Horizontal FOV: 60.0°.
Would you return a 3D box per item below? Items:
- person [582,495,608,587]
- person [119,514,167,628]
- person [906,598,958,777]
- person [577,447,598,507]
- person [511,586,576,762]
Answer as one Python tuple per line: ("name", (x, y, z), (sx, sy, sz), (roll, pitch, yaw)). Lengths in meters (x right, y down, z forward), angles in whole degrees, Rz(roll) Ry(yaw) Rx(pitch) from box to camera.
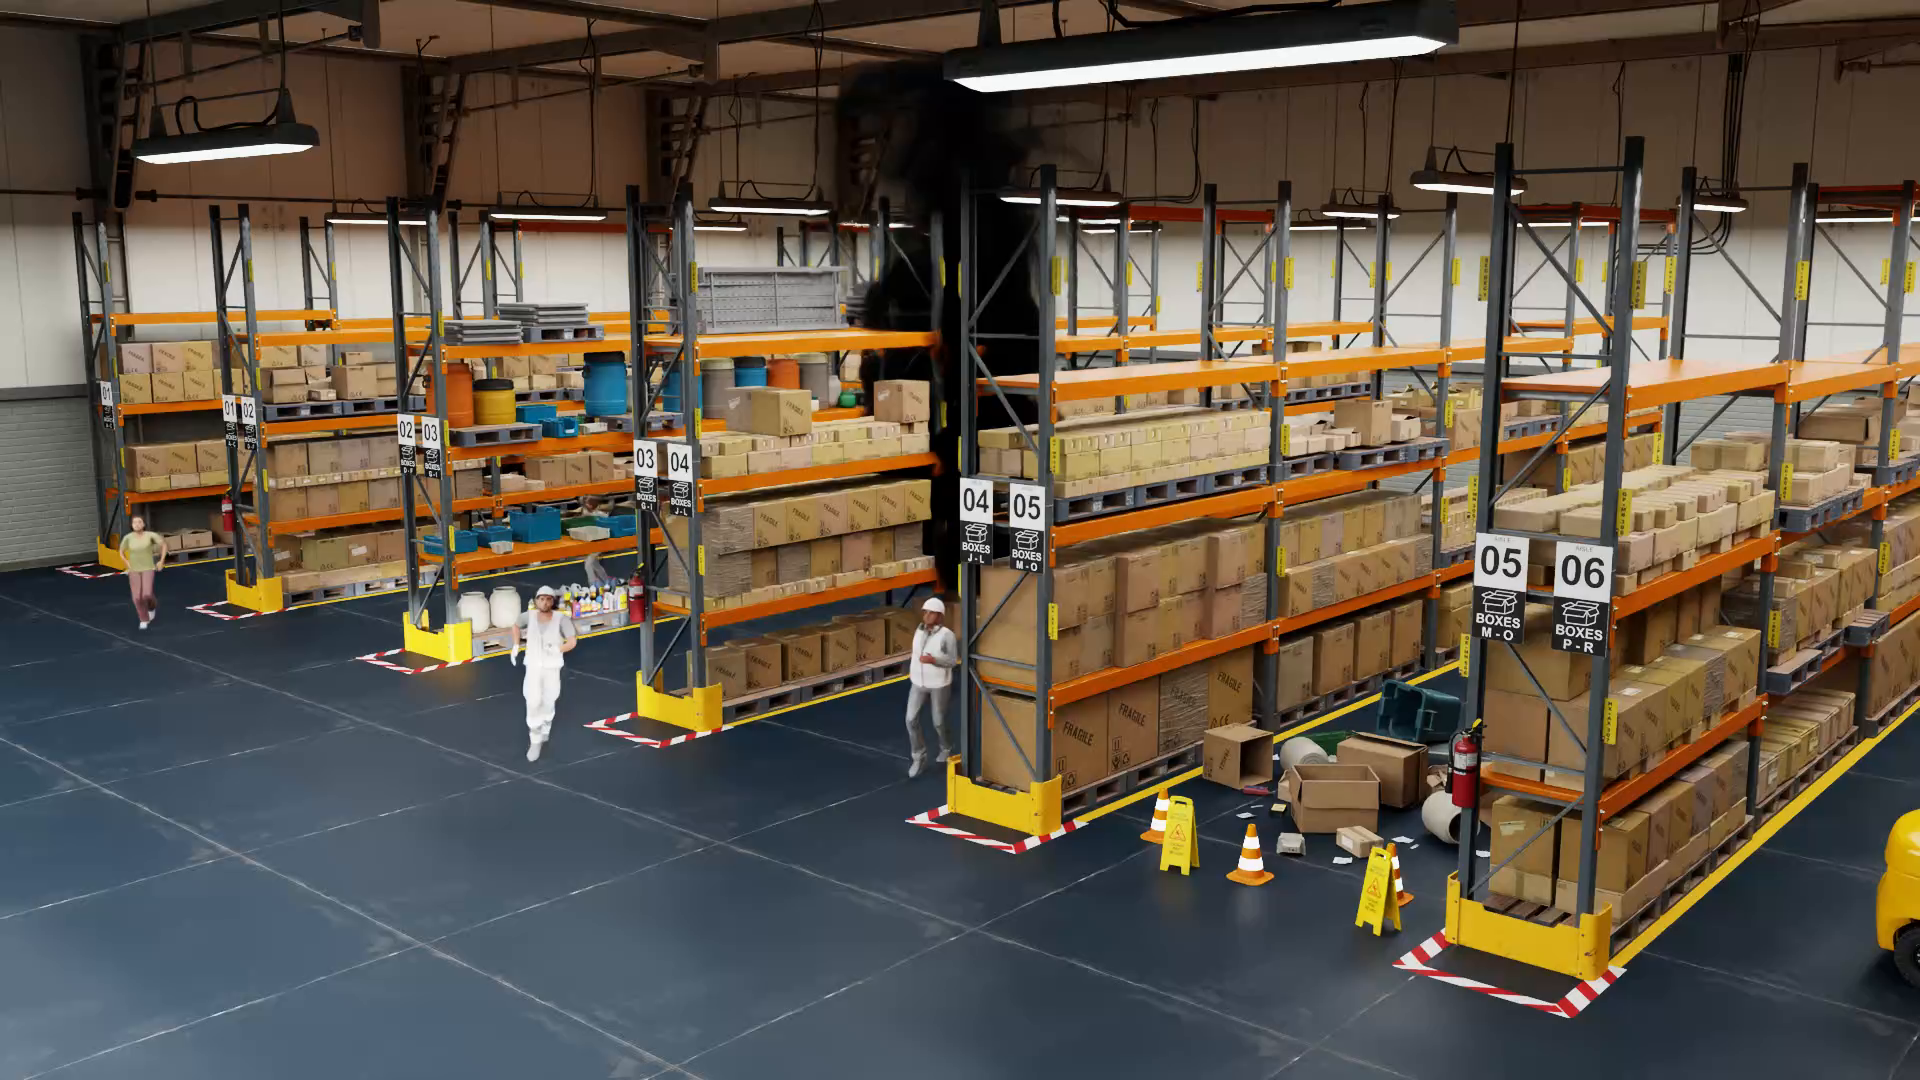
("person", (-5.660, 0.121, 25.689), (0.522, 1.639, 0.700), (7, 12, 37))
("person", (-11.651, 0.445, 23.727), (0.614, 1.640, 0.552), (-3, 10, -16))
("person", (-0.296, 1.498, 16.969), (0.638, 1.830, 0.727), (5, 11, 26))
("person", (-7.287, -1.116, 32.446), (0.672, 1.814, 0.903), (7, 12, 37))
("person", (-4.412, 1.370, 17.666), (0.677, 1.810, 0.740), (-2, 10, -14))
